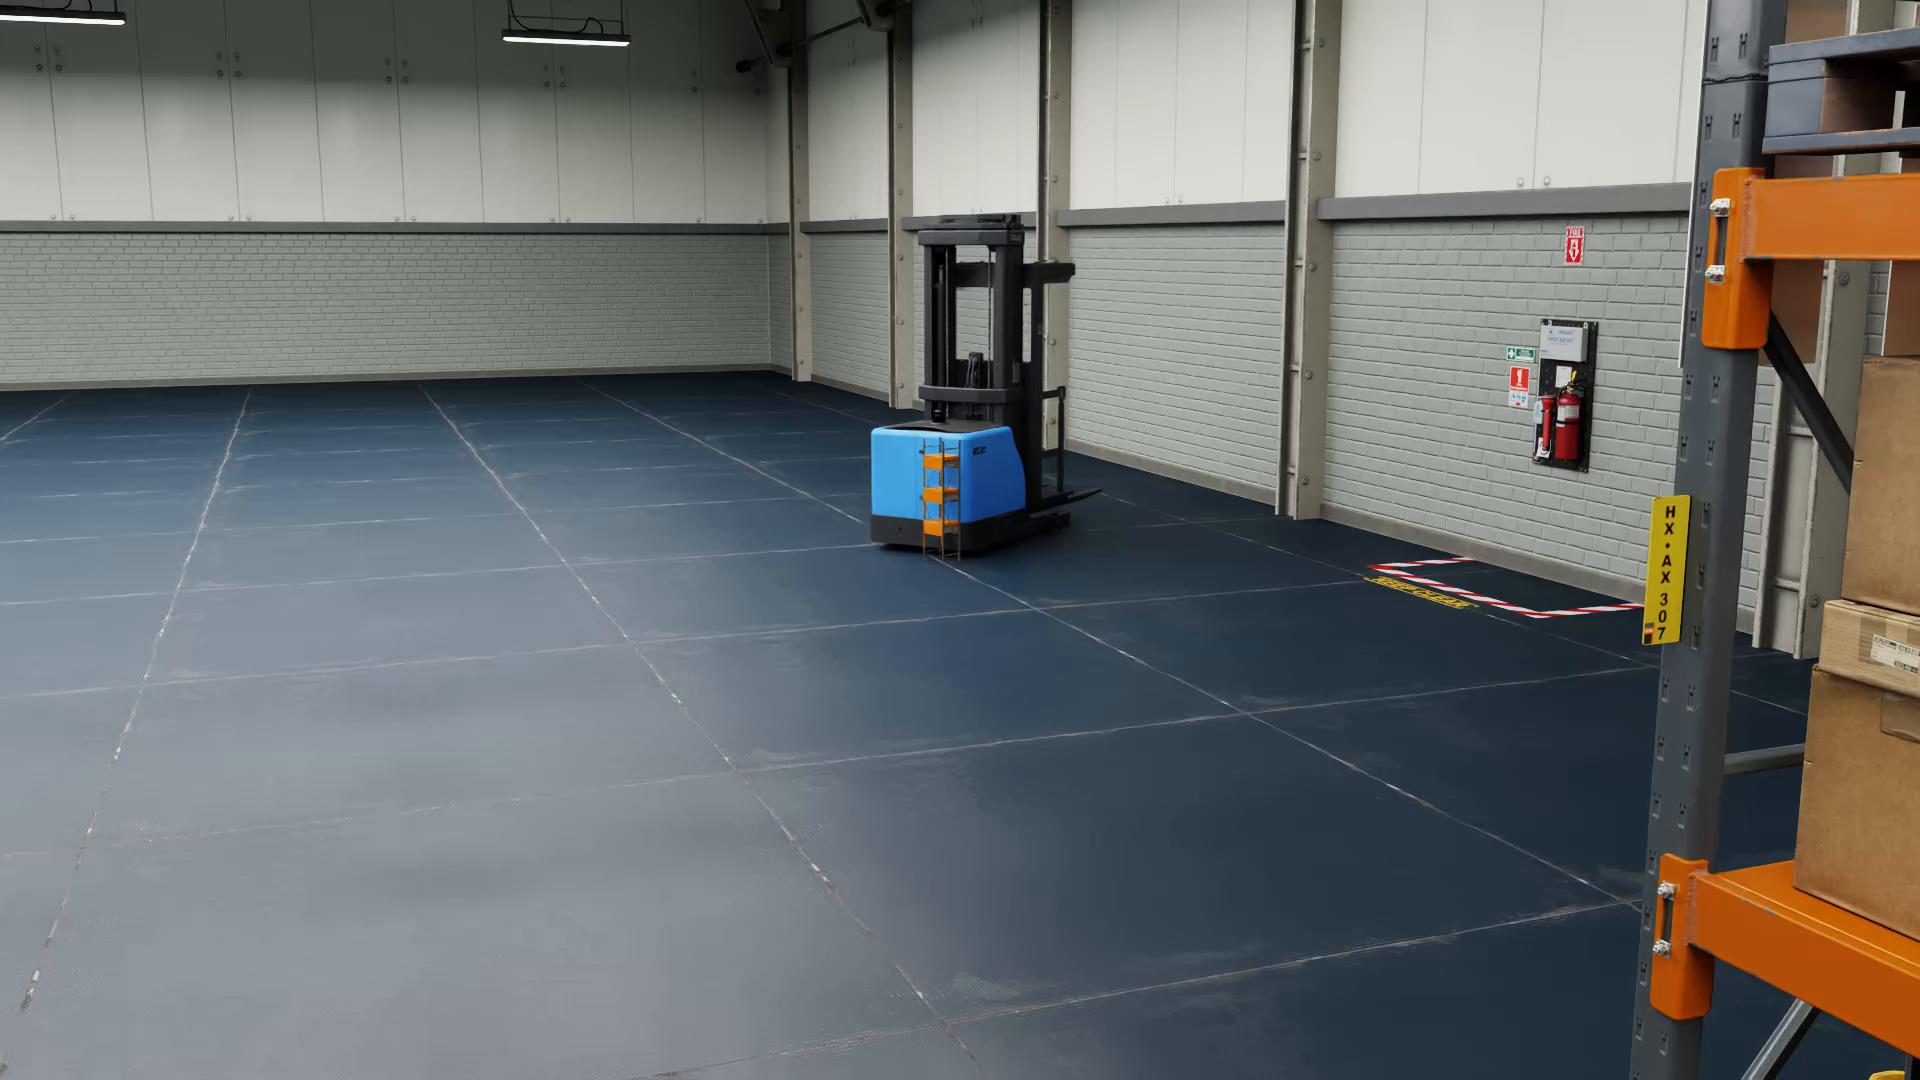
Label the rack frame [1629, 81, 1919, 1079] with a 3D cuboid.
[{"bbox_3d":[2.055,0.497,3.892,1.000,3.000,0.127,-4,11,-21],"label":"rack frame"}]

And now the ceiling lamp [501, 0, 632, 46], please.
[{"bbox_3d":[-6.364,-9.537,26.505,2.000,3.185,0.800,-4,11,-21],"label":"ceiling lamp"}]

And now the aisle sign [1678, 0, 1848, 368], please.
[{"bbox_3d":[1.746,-0.774,3.615,0.394,0.787,0.004,-4,11,-21],"label":"aisle sign"}]

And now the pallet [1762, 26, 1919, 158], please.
[{"bbox_3d":[2.287,-0.819,2.978,1.003,0.211,1.213,-4,11,-21],"label":"pallet"}]

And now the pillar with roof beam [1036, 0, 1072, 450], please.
[{"bbox_3d":[-2.805,-5.377,19.785,9.100,9.000,0.400,-4,11,-21],"label":"pillar with roof beam"}]

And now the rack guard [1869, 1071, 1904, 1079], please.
[{"bbox_3d":[2.046,1.724,4.132,1.175,0.500,0.348,-4,11,-21],"label":"rack guard"}]

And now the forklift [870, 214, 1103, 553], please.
[{"bbox_3d":[0.393,-1.548,15.585,1.130,2.935,3.031,6,12,30],"label":"forklift"}]

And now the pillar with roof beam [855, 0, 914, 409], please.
[{"bbox_3d":[-4.979,-6.357,25.290,9.100,9.000,0.548,-4,11,-21],"label":"pillar with roof beam"}]

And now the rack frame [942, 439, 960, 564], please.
[{"bbox_3d":[-0.073,-0.323,14.069,0.200,1.050,0.008,-9,13,-41],"label":"rack frame"}]

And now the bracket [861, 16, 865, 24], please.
[{"bbox_3d":[-1.448,-8.447,26.765,0.235,0.232,0.430,-4,11,-21],"label":"bracket"}]

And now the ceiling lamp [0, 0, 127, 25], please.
[{"bbox_3d":[-13.205,-9.072,23.887,2.000,3.185,0.800,-4,11,-21],"label":"ceiling lamp"}]

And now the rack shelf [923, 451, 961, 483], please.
[{"bbox_3d":[-0.155,-0.608,14.110,0.215,0.259,0.240,-9,13,-41],"label":"rack shelf"}]

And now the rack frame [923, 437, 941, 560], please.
[{"bbox_3d":[-0.237,-0.355,14.247,0.200,1.050,0.008,-9,13,-41],"label":"rack frame"}]

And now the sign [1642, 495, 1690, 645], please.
[{"bbox_3d":[1.536,0.066,3.616,0.100,0.325,0.005,-4,11,-21],"label":"sign"}]

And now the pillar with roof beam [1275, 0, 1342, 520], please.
[{"bbox_3d":[-0.630,-4.398,14.279,9.100,9.000,0.400,-4,11,-21],"label":"pillar with roof beam"}]

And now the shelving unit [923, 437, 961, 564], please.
[{"bbox_3d":[-0.155,-0.339,14.158,0.215,1.050,0.252,-9,13,-41],"label":"shelving unit"}]

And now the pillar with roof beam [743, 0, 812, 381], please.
[{"bbox_3d":[-7.153,-7.336,30.796,9.100,9.000,0.548,-4,11,-21],"label":"pillar with roof beam"}]

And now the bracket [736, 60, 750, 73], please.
[{"bbox_3d":[-4.481,-9.813,34.446,0.235,0.232,0.430,-4,11,-21],"label":"bracket"}]

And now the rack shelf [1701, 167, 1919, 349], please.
[{"bbox_3d":[2.780,-0.299,1.857,1.077,0.370,4.000,-4,11,-21],"label":"rack shelf"}]

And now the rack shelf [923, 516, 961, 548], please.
[{"bbox_3d":[-0.155,-0.055,14.209,0.215,0.259,0.240,-9,13,-41],"label":"rack shelf"}]

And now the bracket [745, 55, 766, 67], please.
[{"bbox_3d":[-4.267,-9.717,33.904,0.076,0.066,3.189,-4,11,-21],"label":"bracket"}]

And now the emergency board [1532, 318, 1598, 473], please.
[{"bbox_3d":[4.696,-1.144,13.116,0.194,1.169,0.643,-4,11,-21],"label":"emergency board"}]

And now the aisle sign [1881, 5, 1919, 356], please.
[{"bbox_3d":[2.305,-0.812,3.829,0.394,0.787,0.004,-4,11,-21],"label":"aisle sign"}]

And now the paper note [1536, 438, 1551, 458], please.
[{"bbox_3d":[4.697,-0.743,13.380,0.016,0.148,0.142,-4,11,-21],"label":"paper note"}]

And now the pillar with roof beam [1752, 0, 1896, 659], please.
[{"bbox_3d":[1.544,-3.419,8.773,9.100,9.000,0.400,-4,11,-21],"label":"pillar with roof beam"}]

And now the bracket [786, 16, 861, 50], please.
[{"bbox_3d":[-2.388,-8.871,29.145,0.076,0.066,4.783,-4,11,-21],"label":"bracket"}]

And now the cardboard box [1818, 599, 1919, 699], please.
[{"bbox_3d":[1.996,0.206,3.389,0.380,0.149,0.250,-4,11,-21],"label":"cardboard box"}]

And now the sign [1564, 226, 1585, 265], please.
[{"bbox_3d":[4.786,-2.293,12.956,0.001,0.298,0.199,-4,11,-21],"label":"sign"}]

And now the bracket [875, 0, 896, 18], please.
[{"bbox_3d":[-1.147,-8.312,26.004,0.235,0.232,0.430,-4,11,-21],"label":"bracket"}]

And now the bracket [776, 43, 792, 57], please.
[{"bbox_3d":[-3.321,-9.291,31.509,0.235,0.232,0.430,-4,11,-21],"label":"bracket"}]

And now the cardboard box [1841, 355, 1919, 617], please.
[{"bbox_3d":[2.231,-0.105,3.288,0.700,0.500,0.500,-4,11,-21],"label":"cardboard box"}]

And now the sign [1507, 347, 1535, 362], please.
[{"bbox_3d":[4.585,-1.518,13.603,0.001,0.109,0.331,-4,11,-21],"label":"sign"}]

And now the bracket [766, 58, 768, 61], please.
[{"bbox_3d":[-3.622,-9.427,32.271,0.235,0.232,0.430,-4,11,-21],"label":"bracket"}]

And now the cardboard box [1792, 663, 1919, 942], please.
[{"bbox_3d":[2.212,0.525,3.450,0.700,0.500,0.500,-4,11,-21],"label":"cardboard box"}]

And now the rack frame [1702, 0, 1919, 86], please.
[{"bbox_3d":[2.055,-2.457,3.366,1.000,3.000,0.127,-4,11,-21],"label":"rack frame"}]

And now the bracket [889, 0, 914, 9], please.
[{"bbox_3d":[-0.213,-7.891,23.639,0.076,0.066,4.783,-4,11,-21],"label":"bracket"}]

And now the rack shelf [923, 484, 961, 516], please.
[{"bbox_3d":[-0.155,-0.329,14.160,0.215,0.259,0.240,-9,13,-41],"label":"rack shelf"}]

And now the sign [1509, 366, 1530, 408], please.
[{"bbox_3d":[4.592,-1.258,13.657,0.001,0.329,0.234,-4,11,-21],"label":"sign"}]

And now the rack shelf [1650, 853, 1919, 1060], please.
[{"bbox_3d":[2.780,1.178,2.119,1.077,0.370,4.000,-4,11,-21],"label":"rack shelf"}]
